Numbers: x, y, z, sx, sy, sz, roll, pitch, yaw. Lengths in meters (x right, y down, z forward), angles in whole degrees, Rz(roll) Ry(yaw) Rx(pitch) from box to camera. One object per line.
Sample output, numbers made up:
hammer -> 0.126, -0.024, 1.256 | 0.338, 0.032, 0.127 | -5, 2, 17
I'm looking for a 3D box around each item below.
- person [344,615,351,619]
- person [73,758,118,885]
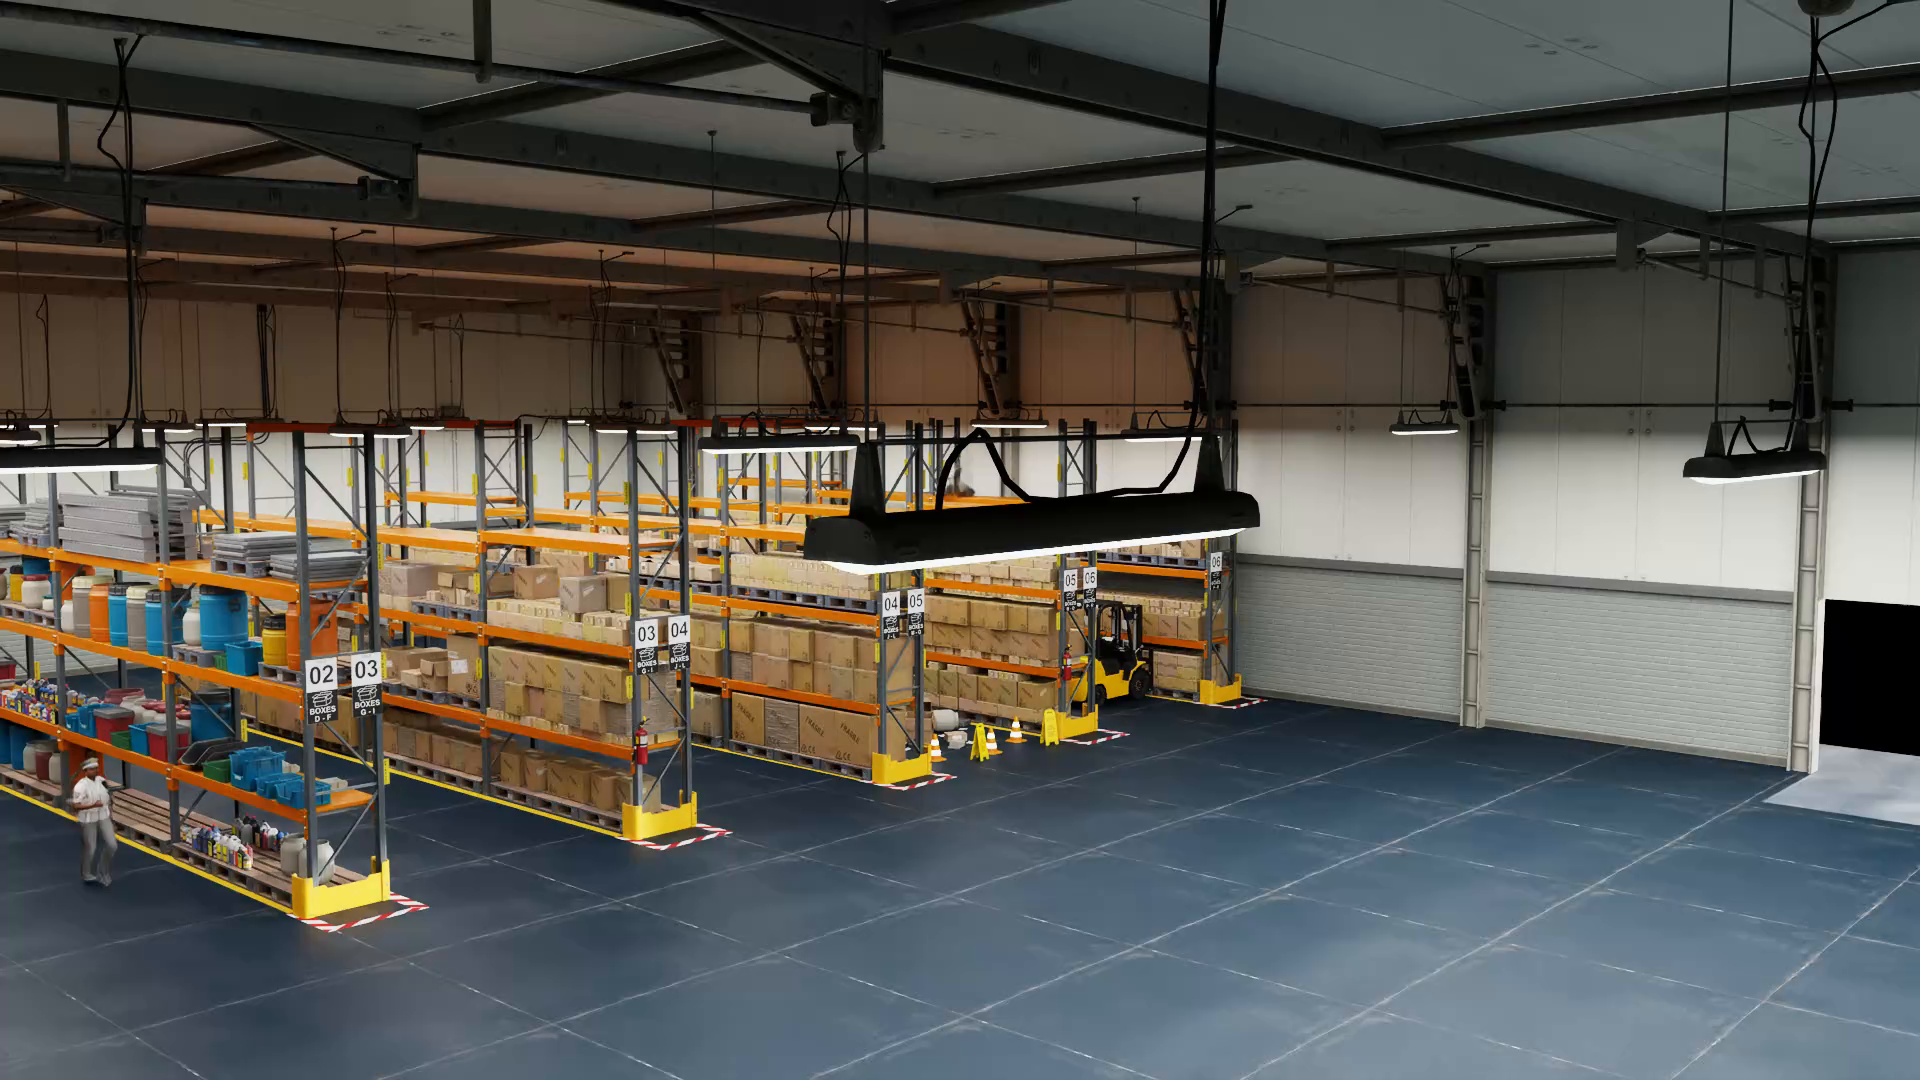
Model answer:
person -> -13.890, 2.494, 37.344 | 0.692, 1.640, 0.638 | -4, 6, -38
person -> -11.351, 3.711, 21.859 | 0.667, 1.723, 0.558 | 3, 6, 34
